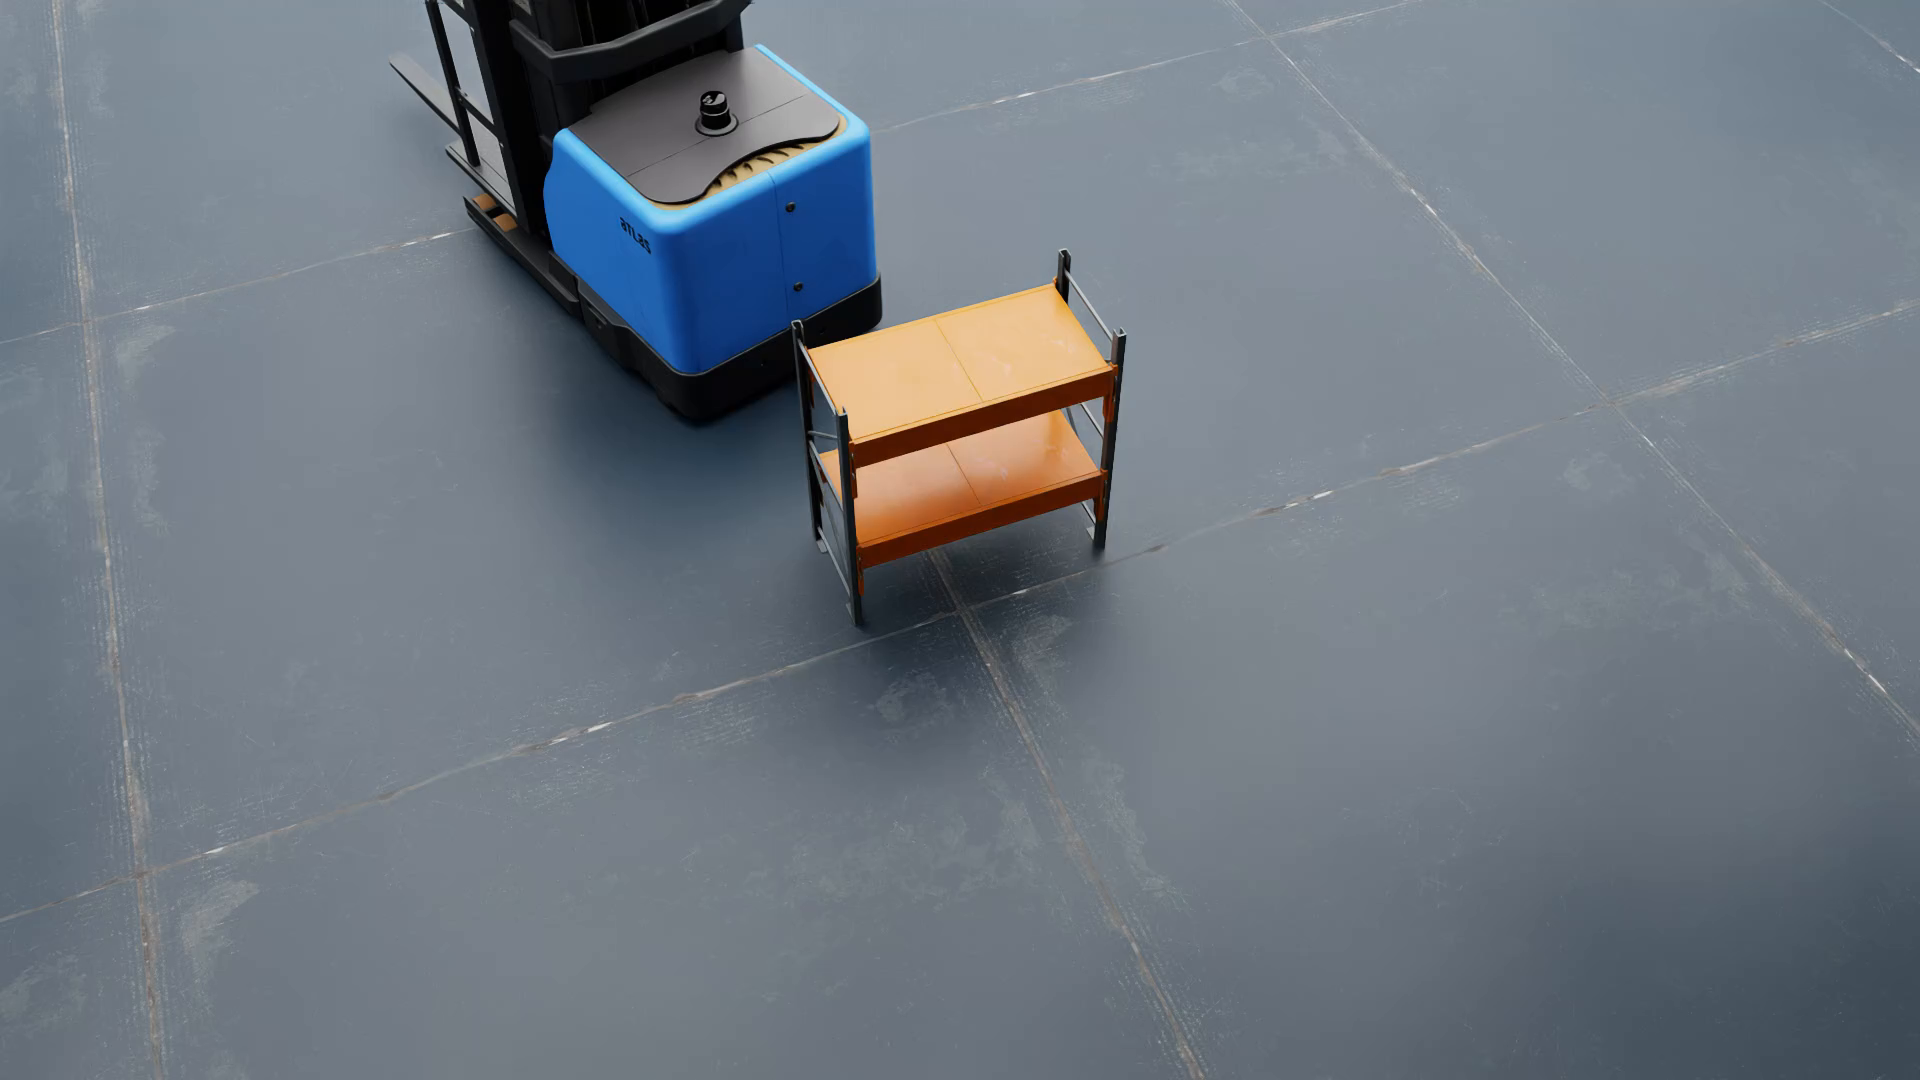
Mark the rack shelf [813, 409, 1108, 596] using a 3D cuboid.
[{"bbox_3d":[-0.006,-0.205,6.348,1.000,0.278,0.538,-17,52,-14],"label":"rack shelf"}]

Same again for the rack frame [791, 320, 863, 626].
[{"bbox_3d":[-0.477,-0.219,6.037,0.032,1.125,0.500,-17,52,-14],"label":"rack frame"}]

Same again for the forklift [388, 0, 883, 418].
[{"bbox_3d":[-1.666,-2.524,6.826,1.130,2.935,3.031,-32,56,-24],"label":"forklift"}]

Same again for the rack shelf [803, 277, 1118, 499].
[{"bbox_3d":[-0.006,-0.555,5.940,1.000,0.278,0.538,-17,52,-14],"label":"rack shelf"}]

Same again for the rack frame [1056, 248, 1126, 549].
[{"bbox_3d":[0.464,-0.510,6.288,0.032,1.125,0.500,-17,52,-14],"label":"rack frame"}]

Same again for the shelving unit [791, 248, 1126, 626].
[{"bbox_3d":[-0.006,-0.365,6.162,1.048,1.125,0.538,-17,52,-14],"label":"shelving unit"}]
